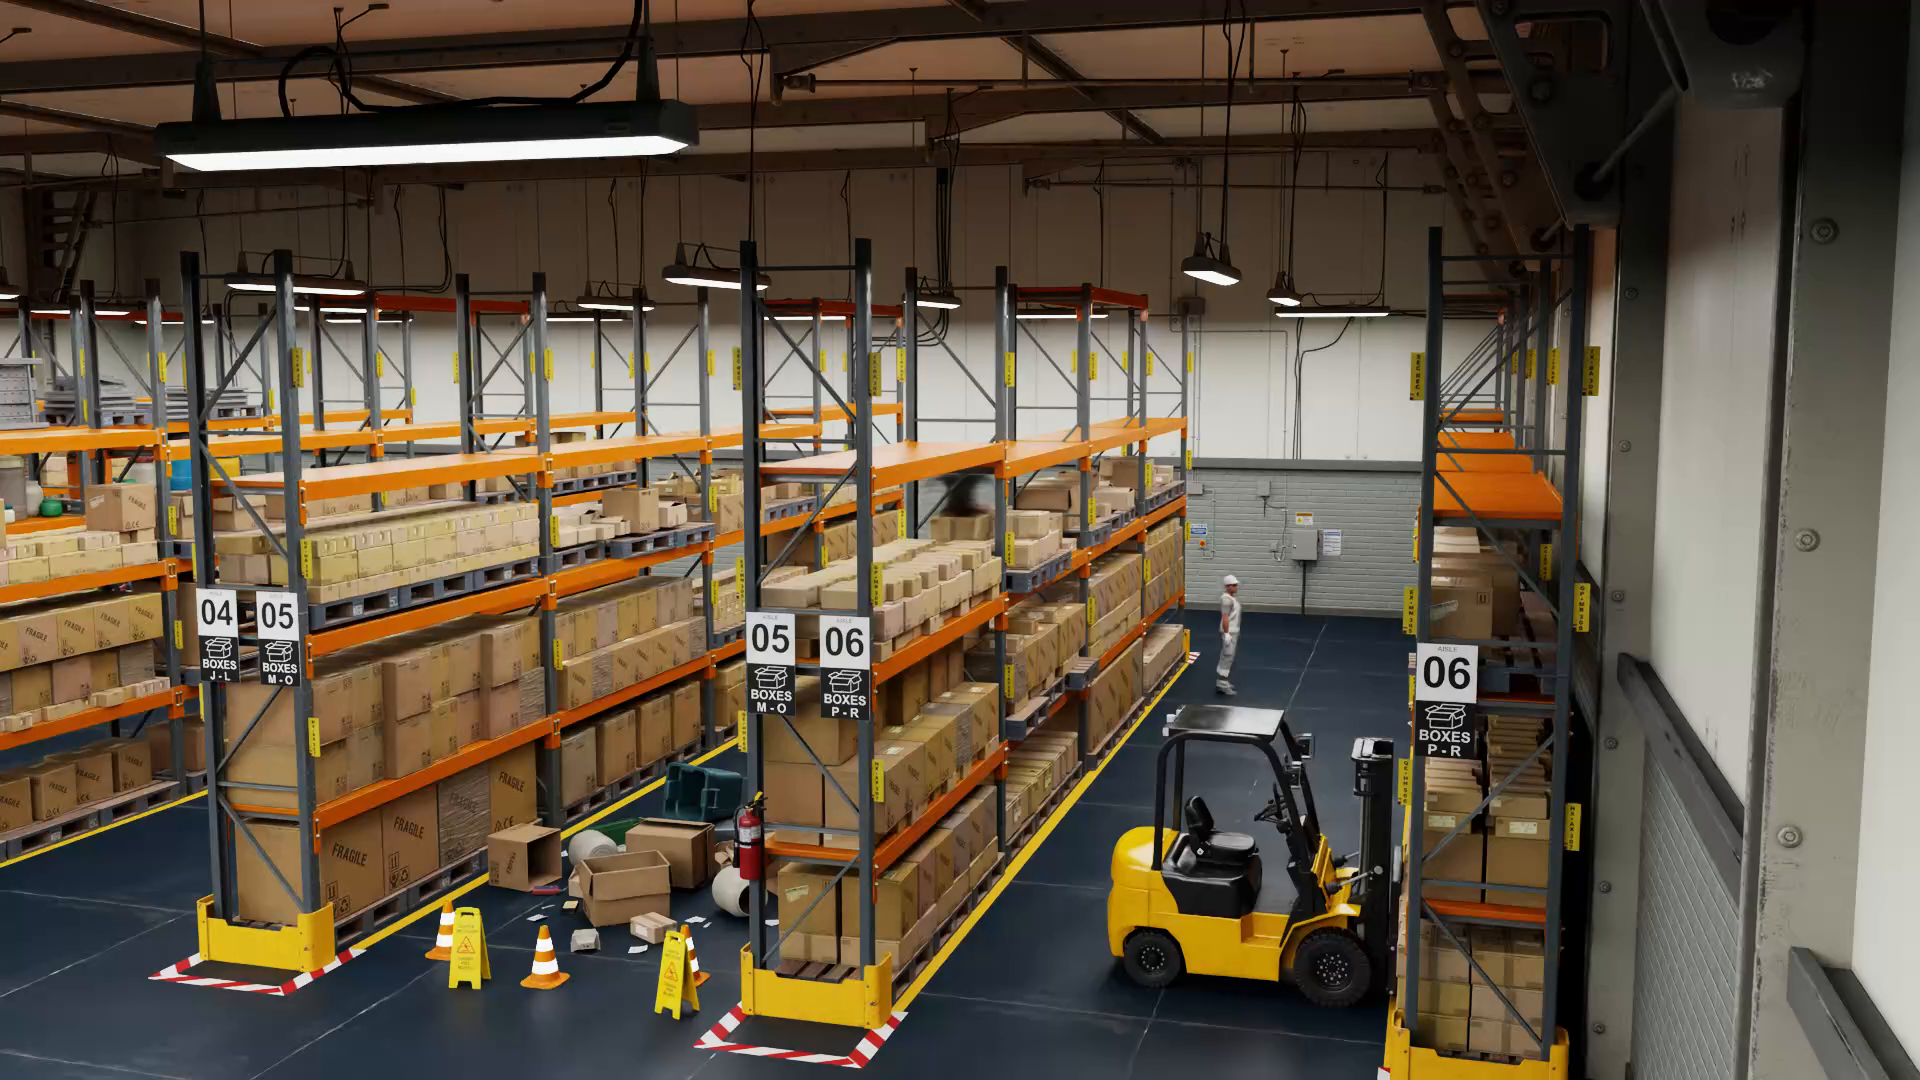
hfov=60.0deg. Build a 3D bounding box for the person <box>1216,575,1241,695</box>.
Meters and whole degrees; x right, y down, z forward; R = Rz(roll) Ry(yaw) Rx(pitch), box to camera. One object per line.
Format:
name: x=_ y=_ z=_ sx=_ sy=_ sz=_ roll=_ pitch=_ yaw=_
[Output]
person: x=4.103 y=1.439 z=25.426 sx=0.364 sy=1.817 sz=0.632 roll=1 pitch=6 yaw=10
